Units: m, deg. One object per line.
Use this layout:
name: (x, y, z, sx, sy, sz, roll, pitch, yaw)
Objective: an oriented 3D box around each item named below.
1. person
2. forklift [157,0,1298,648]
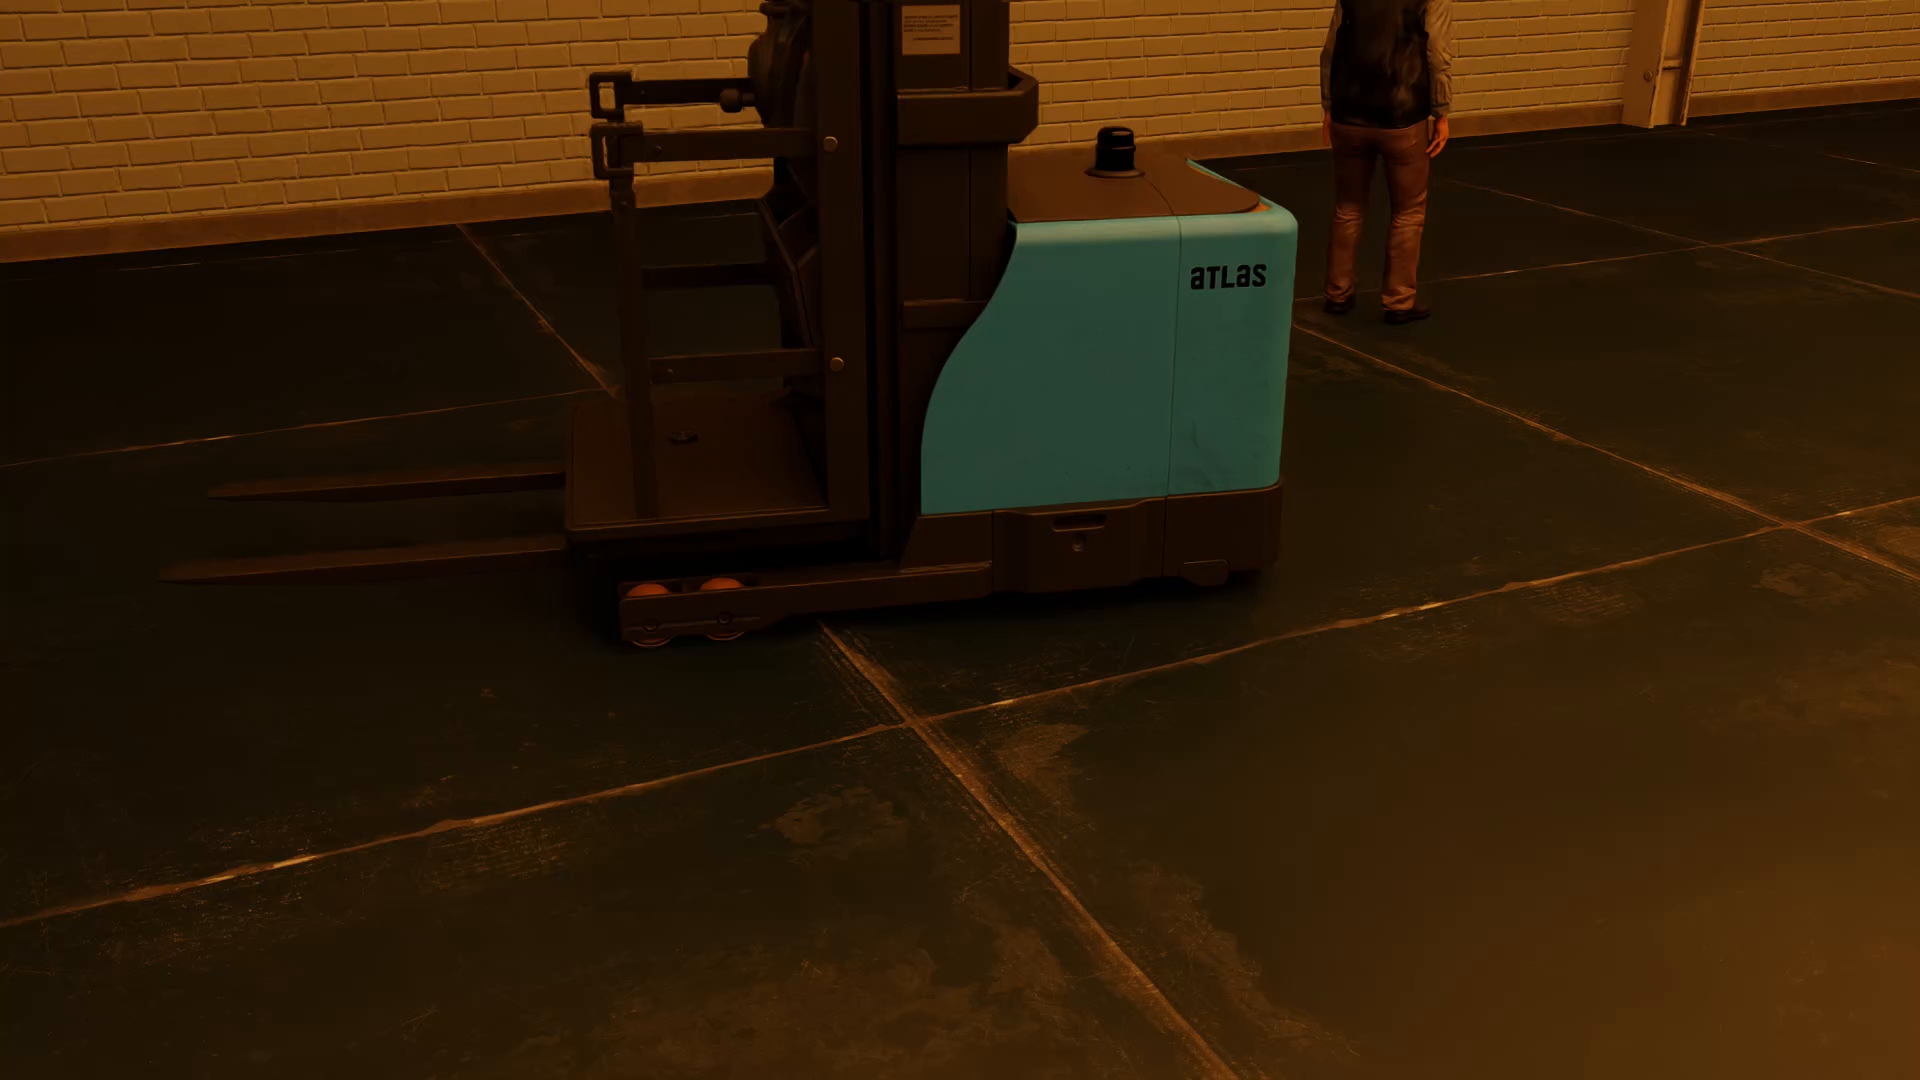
person: (1.842, -1.824, 7.259, 0.581, 1.720, 0.428, 15, 27, 32)
forklift: (-0.653, -1.289, 4.389, 3.031, 2.935, 1.130, -5, 23, -11)
